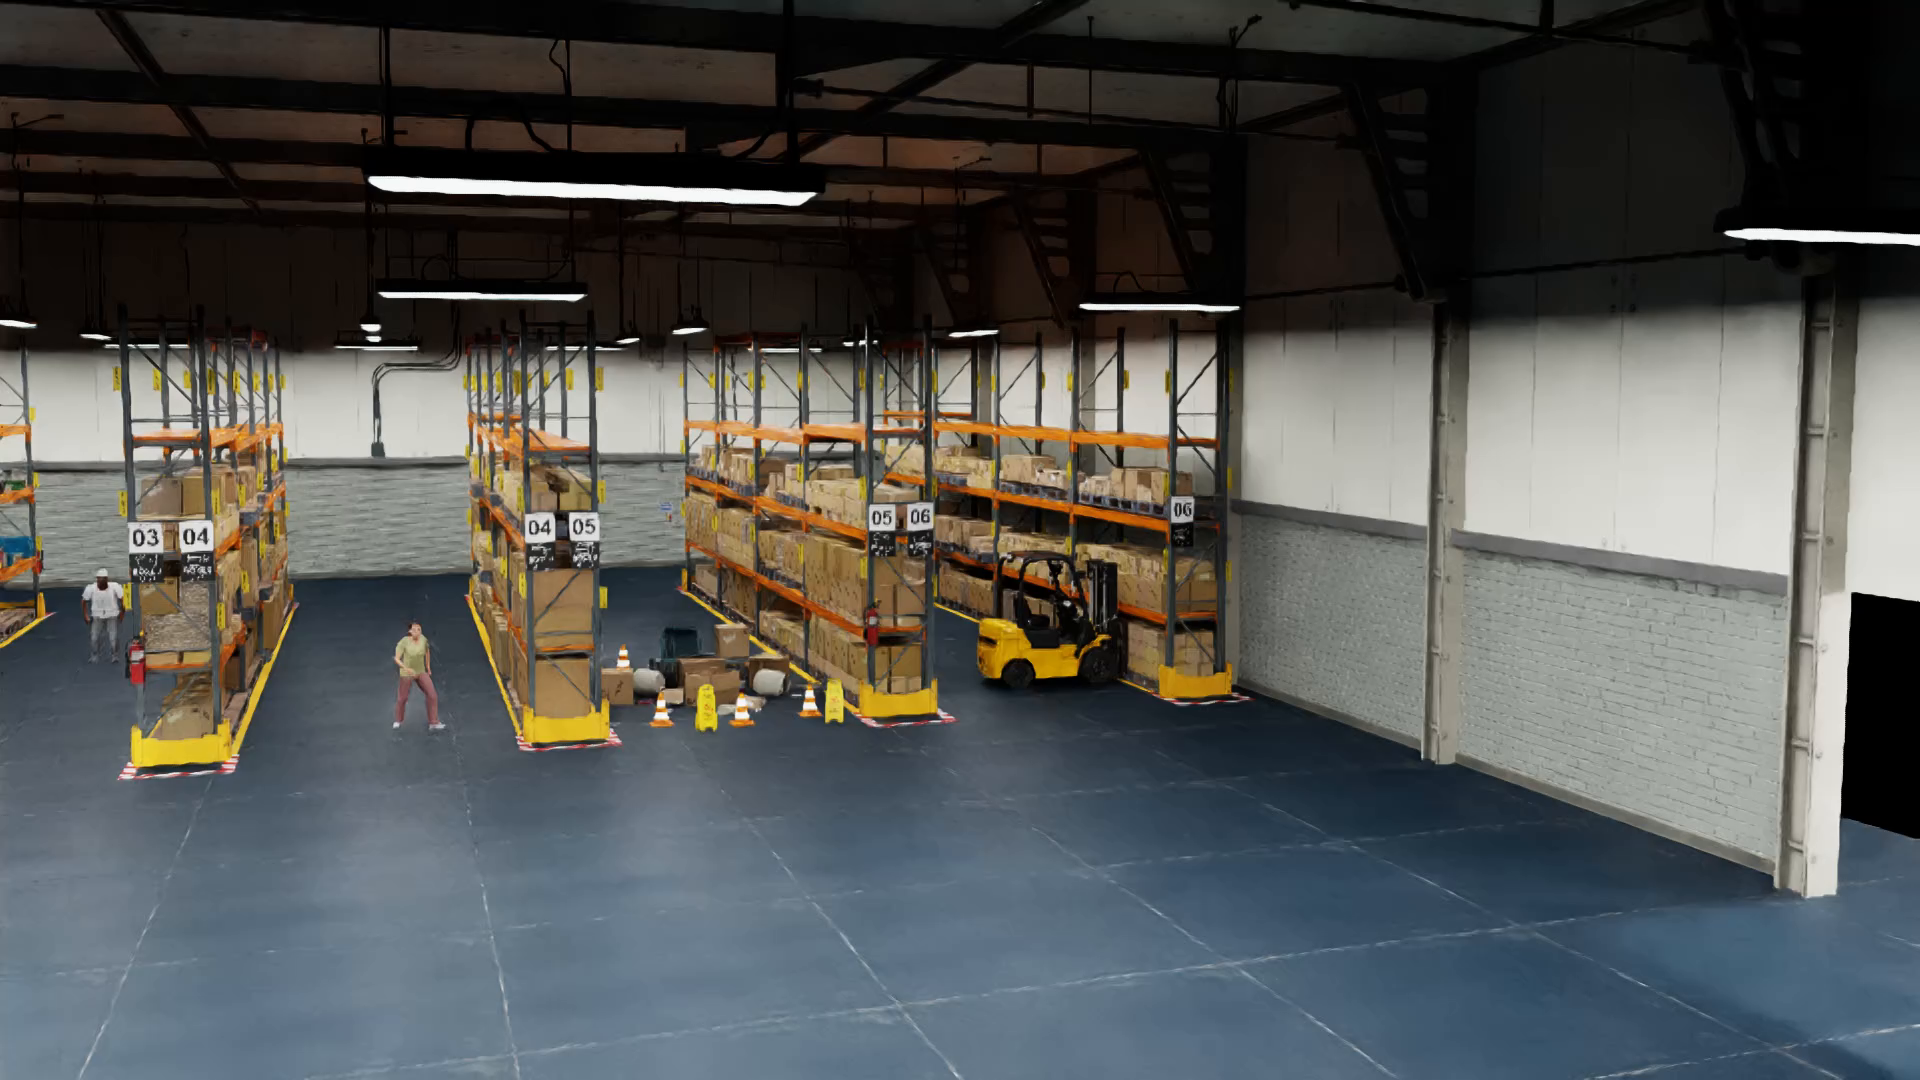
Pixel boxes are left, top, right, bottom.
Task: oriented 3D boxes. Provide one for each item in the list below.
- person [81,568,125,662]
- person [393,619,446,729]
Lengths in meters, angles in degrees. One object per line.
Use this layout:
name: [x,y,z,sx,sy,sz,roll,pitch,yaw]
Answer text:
person: [-15.246,1.349,29.623,0.719,1.714,0.578,-2,6,-21]
person: [-7.866,1.922,23.975,0.621,1.604,0.814,-4,7,-35]
